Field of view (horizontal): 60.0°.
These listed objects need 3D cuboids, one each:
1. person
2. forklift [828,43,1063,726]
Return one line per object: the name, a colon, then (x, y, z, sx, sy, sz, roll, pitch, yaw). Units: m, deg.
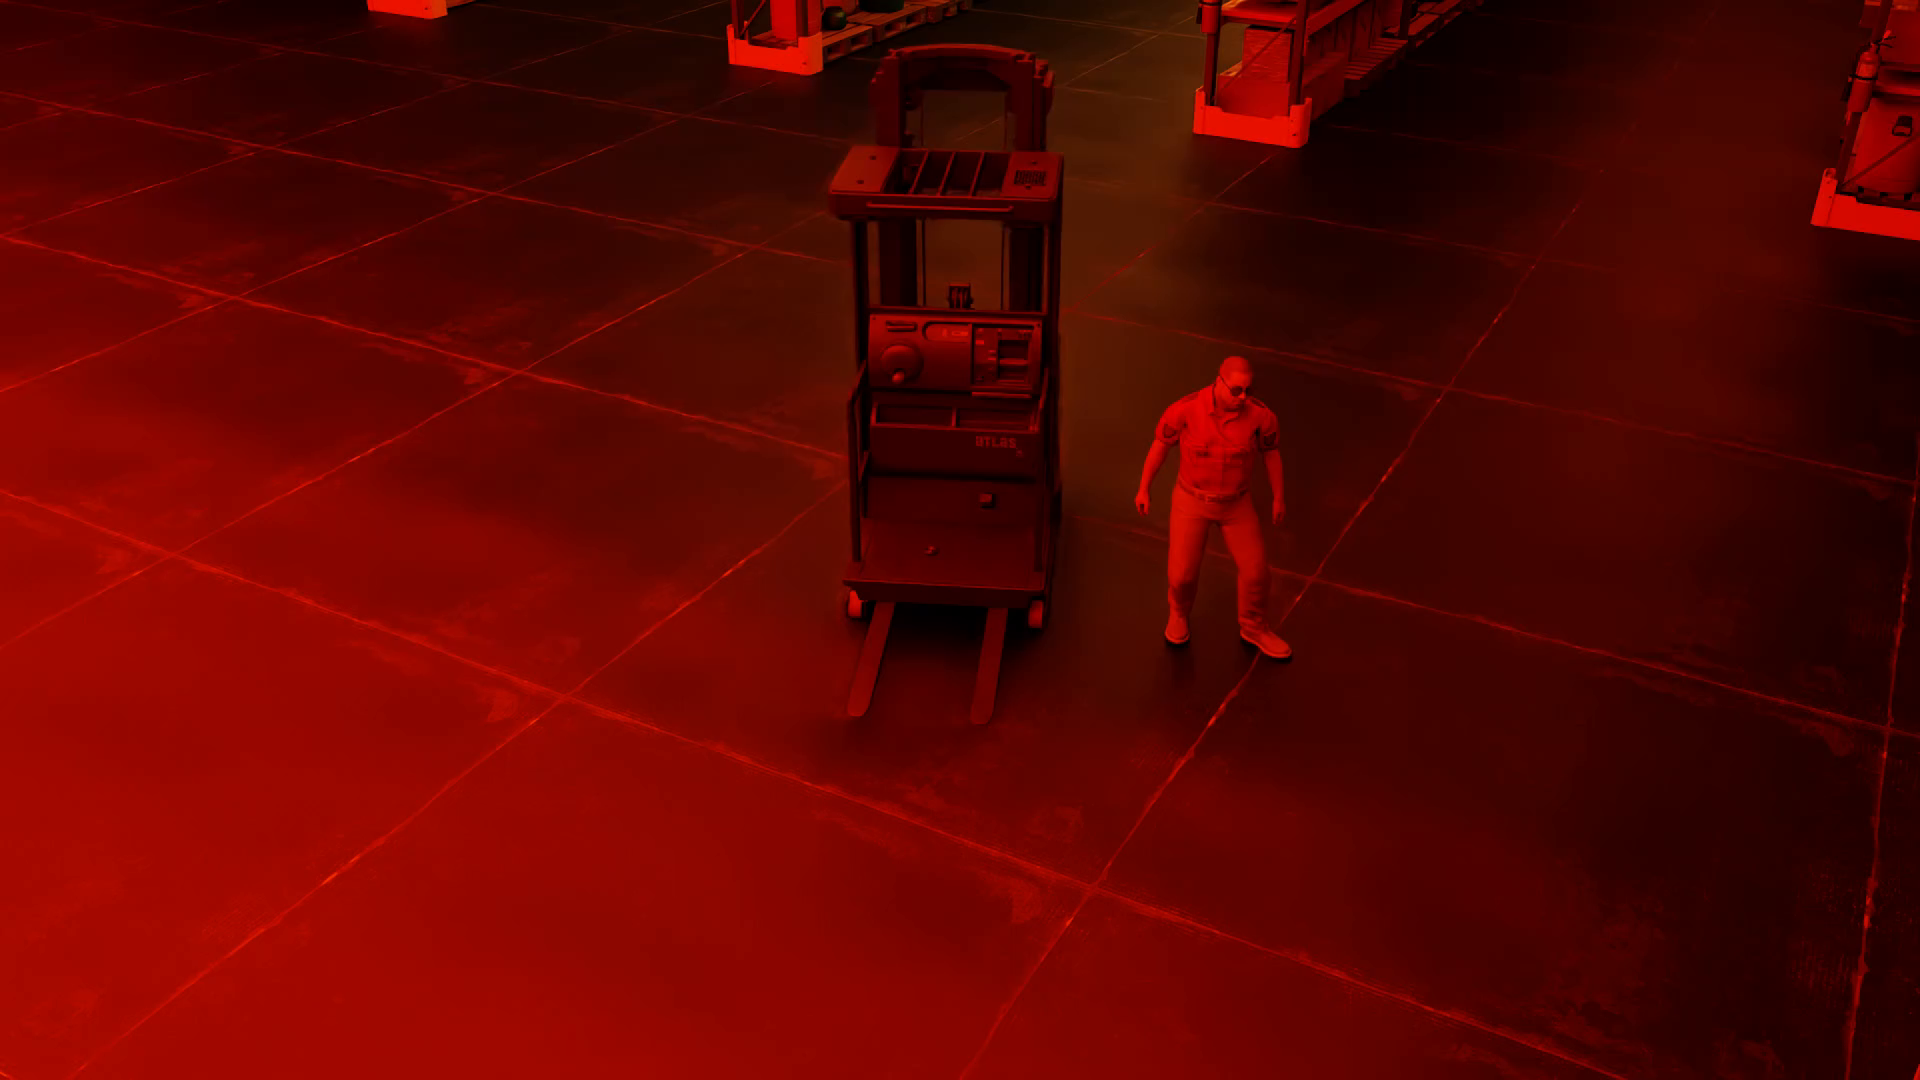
person: (1.350, -0.195, 8.645, 0.871, 1.691, 0.400, 2, 30, 3)
forklift: (-0.046, -0.956, 8.727, 1.130, 2.935, 3.031, 3, 30, 5)
